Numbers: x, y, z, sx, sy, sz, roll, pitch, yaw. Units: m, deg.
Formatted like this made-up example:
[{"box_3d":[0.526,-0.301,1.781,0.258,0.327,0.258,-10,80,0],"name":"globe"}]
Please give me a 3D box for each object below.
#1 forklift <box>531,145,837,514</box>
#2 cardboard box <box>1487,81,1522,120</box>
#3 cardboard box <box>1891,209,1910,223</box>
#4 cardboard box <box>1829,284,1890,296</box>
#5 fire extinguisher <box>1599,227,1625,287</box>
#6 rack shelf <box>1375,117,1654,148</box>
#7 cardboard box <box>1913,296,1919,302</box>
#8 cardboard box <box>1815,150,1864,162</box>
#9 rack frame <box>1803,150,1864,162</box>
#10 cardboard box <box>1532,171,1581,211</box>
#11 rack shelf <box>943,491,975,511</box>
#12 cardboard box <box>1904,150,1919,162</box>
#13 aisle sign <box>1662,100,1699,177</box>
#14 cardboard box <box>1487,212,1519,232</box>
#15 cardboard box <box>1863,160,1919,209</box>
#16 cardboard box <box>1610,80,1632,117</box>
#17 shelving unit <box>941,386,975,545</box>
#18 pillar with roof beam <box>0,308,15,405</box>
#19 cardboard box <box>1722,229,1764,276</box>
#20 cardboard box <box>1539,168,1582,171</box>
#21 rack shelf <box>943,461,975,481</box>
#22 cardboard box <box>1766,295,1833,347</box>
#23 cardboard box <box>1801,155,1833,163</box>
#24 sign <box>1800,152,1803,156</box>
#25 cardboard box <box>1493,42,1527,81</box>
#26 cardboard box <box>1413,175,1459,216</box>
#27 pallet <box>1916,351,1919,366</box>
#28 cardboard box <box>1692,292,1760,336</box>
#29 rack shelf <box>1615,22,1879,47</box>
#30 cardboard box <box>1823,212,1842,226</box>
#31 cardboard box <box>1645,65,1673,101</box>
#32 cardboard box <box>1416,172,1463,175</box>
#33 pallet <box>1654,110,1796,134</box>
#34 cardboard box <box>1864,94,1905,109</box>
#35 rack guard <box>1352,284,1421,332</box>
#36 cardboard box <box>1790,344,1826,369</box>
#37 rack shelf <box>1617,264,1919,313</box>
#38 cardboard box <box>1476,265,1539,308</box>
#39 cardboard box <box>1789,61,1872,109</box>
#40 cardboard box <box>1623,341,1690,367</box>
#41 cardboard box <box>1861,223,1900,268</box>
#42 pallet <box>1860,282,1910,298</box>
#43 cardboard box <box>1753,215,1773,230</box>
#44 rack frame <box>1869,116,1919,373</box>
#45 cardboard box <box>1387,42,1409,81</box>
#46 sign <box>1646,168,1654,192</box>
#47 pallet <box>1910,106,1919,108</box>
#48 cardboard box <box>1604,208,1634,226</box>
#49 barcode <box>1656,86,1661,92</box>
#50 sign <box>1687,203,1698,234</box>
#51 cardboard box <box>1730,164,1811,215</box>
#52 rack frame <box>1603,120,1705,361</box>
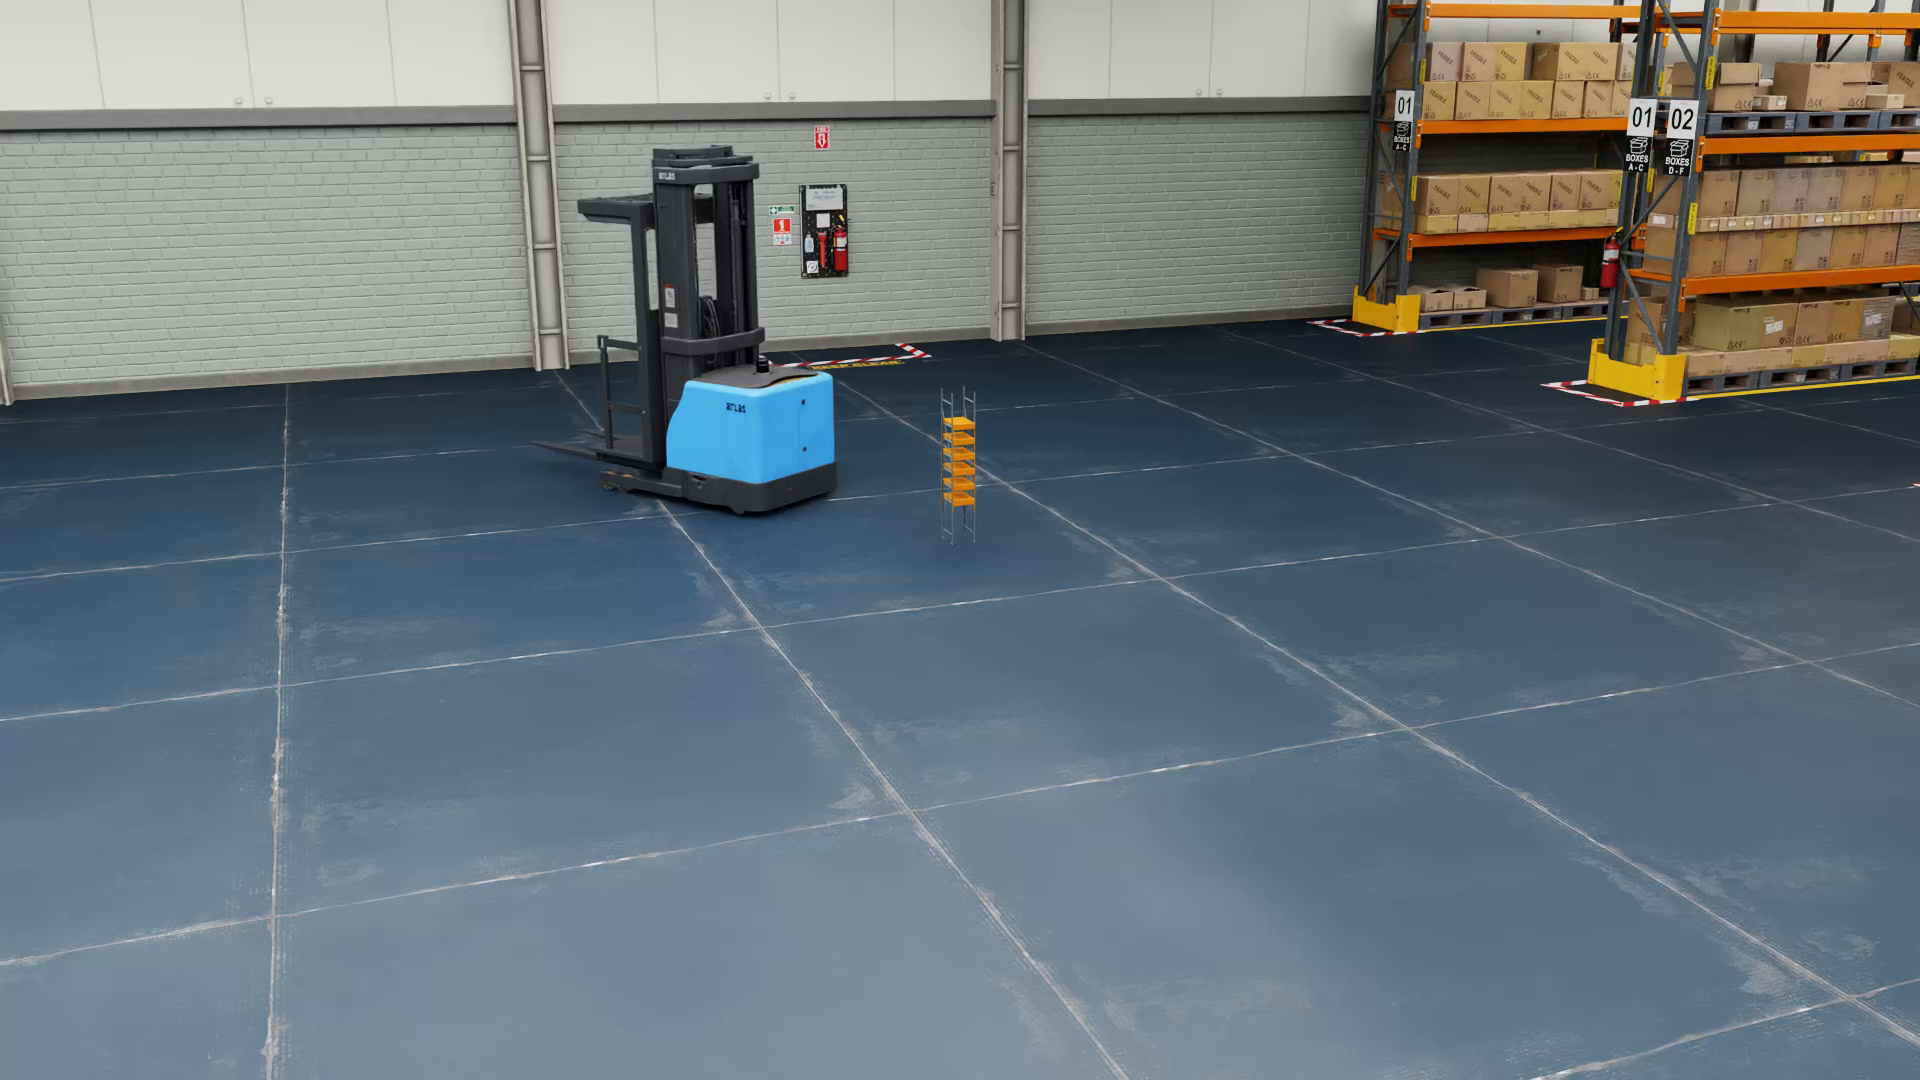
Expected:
[{"box_3d":[-2.554,-1.924,14.449,3.031,2.935,1.130,12,20,34],"name":"forklift"},{"box_3d":[7.292,-6.009,22.701,0.500,0.500,0.500,-5,17,-18],"name":"cardboard box"},{"box_3d":[10.751,-3.770,19.285,0.250,0.149,0.380,-7,18,-22],"name":"cardboard box"},{"box_3d":[10.858,-2.824,20.195,0.500,0.500,0.500,-6,17,-20],"name":"cardboard box"},{"box_3d":[7.392,-3.216,18.865,0.183,0.674,0.296,-6,17,-20],"name":"fire extinguisher"},{"box_3d":[7.760,-5.742,23.281,4.000,0.370,1.077,-6,17,-20],"name":"rack shelf"},{"box_3d":[12.163,-2.868,20.681,0.500,0.311,0.500,-6,17,-19],"name":"cardboard box"},{"box_3d":[13.693,-5.927,25.885,0.500,0.250,0.500,-6,17,-19],"name":"cardboard box"},{"box_3d":[13.363,-5.253,25.662,0.127,3.000,1.000,-6,17,-20],"name":"rack frame"},{"box_3d":[8.359,-4.918,23.422,0.500,0.500,0.500,-7,18,-22],"name":"cardboard box"},{"box_3d":[-0.014,-0.301,13.004,0.180,0.103,0.258,-6,17,-20],"name":"rack shelf"},{"box_3d":[14.846,-5.897,25.783,0.500,0.250,0.500,-6,17,-20],"name":"cardboard box"},{"box_3d":[7.717,-4.303,17.815,0.004,0.787,0.394,-6,17,-20],"name":"aisle sign"},{"box_3d":[7.419,-4.455,23.177,0.500,0.250,0.500,-6,18,-21],"name":"cardboard box"},{"box_3d":[10.991,-4.171,19.497,0.500,0.500,0.700,-6,17,-20],"name":"cardboard box"},{"box_3d":[9.242,-6.230,23.453,0.500,0.500,0.500,-6,17,-19],"name":"cardboard box"},{"box_3d":[-0.014,-0.574,12.924,0.189,1.200,0.258,-6,17,-20],"name":"shelving unit"},{"box_3d":[-9.031,-4.675,13.048,0.400,9.000,9.100,-6,17,-20],"name":"pillar with roof beam"},{"box_3d":[8.598,-3.289,18.798,0.500,0.500,0.700,-6,17,-19],"name":"cardboard box"},{"box_3d":[8.629,-5.103,24.053,0.500,0.500,0.500,-6,17,-20],"name":"cardboard box"},{"box_3d":[-0.014,-0.532,12.937,0.180,0.103,0.258,-6,17,-20],"name":"rack shelf"},{"box_3d":[9.650,-2.531,19.198,0.500,0.500,0.500,-6,17,-20],"name":"cardboard box"},{"box_3d":[13.051,-5.780,25.349,0.250,0.149,0.380,-9,18,-27],"name":"cardboard box"},{"box_3d":[13.161,-5.954,25.995,0.005,0.325,0.100,-6,17,-20],"name":"sign"},{"box_3d":[7.300,-6.490,22.562,0.500,0.500,0.500,-6,17,-19],"name":"cardboard box"},{"box_3d":[6.446,-4.713,22.722,0.500,0.500,0.500,-6,17,-20],"name":"cardboard box"},{"box_3d":[12.078,-2.293,20.532,1.213,0.211,1.003,-6,17,-20],"name":"pallet"},{"box_3d":[8.991,-2.622,19.508,0.500,0.500,0.500,-6,17,-20],"name":"cardboard box"},{"box_3d":[11.495,-7.392,24.288,4.000,0.370,1.077,-6,17,-20],"name":"rack shelf"},{"box_3d":[9.793,-3.667,18.932,0.250,0.149,0.380,-6,17,-18],"name":"cardboard box"},{"box_3d":[10.167,-6.572,23.909,0.500,0.500,0.500,-4,17,-12],"name":"cardboard box"},{"box_3d":[6.730,-4.895,23.344,0.500,0.500,0.500,-6,17,-19],"name":"cardboard box"},{"box_3d":[8.338,-4.605,18.288,1.213,0.211,1.003,-6,17,-20],"name":"pallet"},{"box_3d":[10.375,-4.940,18.726,0.250,0.149,0.380,-6,17,-20],"name":"cardboard box"},{"box_3d":[5.963,-3.254,23.294,0.348,0.500,1.175,-6,17,-20],"name":"rack guard"},{"box_3d":[9.650,-2.172,19.305,0.500,0.250,0.500,-6,17,-20],"name":"cardboard box"},{"box_3d":[9.536,-3.000,19.266,4.000,0.370,1.077,-6,17,-20],"name":"rack shelf"},{"box_3d":[7.806,-3.622,23.765,0.500,0.500,0.700,-7,18,-24],"name":"cardboard box"},{"box_3d":[9.821,-5.171,18.883,0.637,0.503,0.797,-4,17,-14],"name":"cardboard box"},{"box_3d":[8.063,-2.157,19.255,0.500,0.250,0.500,-6,17,-20],"name":"cardboard box"},{"box_3d":[10.501,-3.493,19.493,0.500,0.500,0.700,-6,18,-21],"name":"cardboard box"},{"box_3d":[14.126,-3.974,26.258,1.213,0.211,1.003,-6,17,-20],"name":"pallet"},{"box_3d":[8.827,-3.562,18.577,0.250,0.149,0.380,-6,18,-21],"name":"cardboard box"},{"box_3d":[11.404,-3.547,19.852,0.127,3.000,1.000,-6,17,-20],"name":"rack frame"},{"box_3d":[6.201,-6.535,22.717,0.500,0.500,0.500,-5,17,-18],"name":"cardboard box"},{"box_3d":[9.829,-5.123,23.683,0.005,0.325,0.100,-6,17,-20],"name":"sign"},{"box_3d":[13.945,-6.680,25.534,1.003,0.211,1.213,-5,17,-18],"name":"pallet"},{"box_3d":[9.294,-4.660,23.873,0.500,0.250,0.500,-6,17,-20],"name":"cardboard box"},{"box_3d":[7.778,-5.018,18.510,0.075,0.075,0.001,-6,17,-20],"name":"barcode"},{"box_3d":[7.861,-3.450,17.846,0.005,0.325,0.100,-6,17,-20],"name":"sign"},{"box_3d":[9.118,-3.968,18.808,0.500,0.500,0.700,-6,17,-20],"name":"cardboard box"},{"box_3d":[7.668,-3.143,18.478,0.127,3.000,1.000,-6,17,-20],"name":"rack frame"}]
